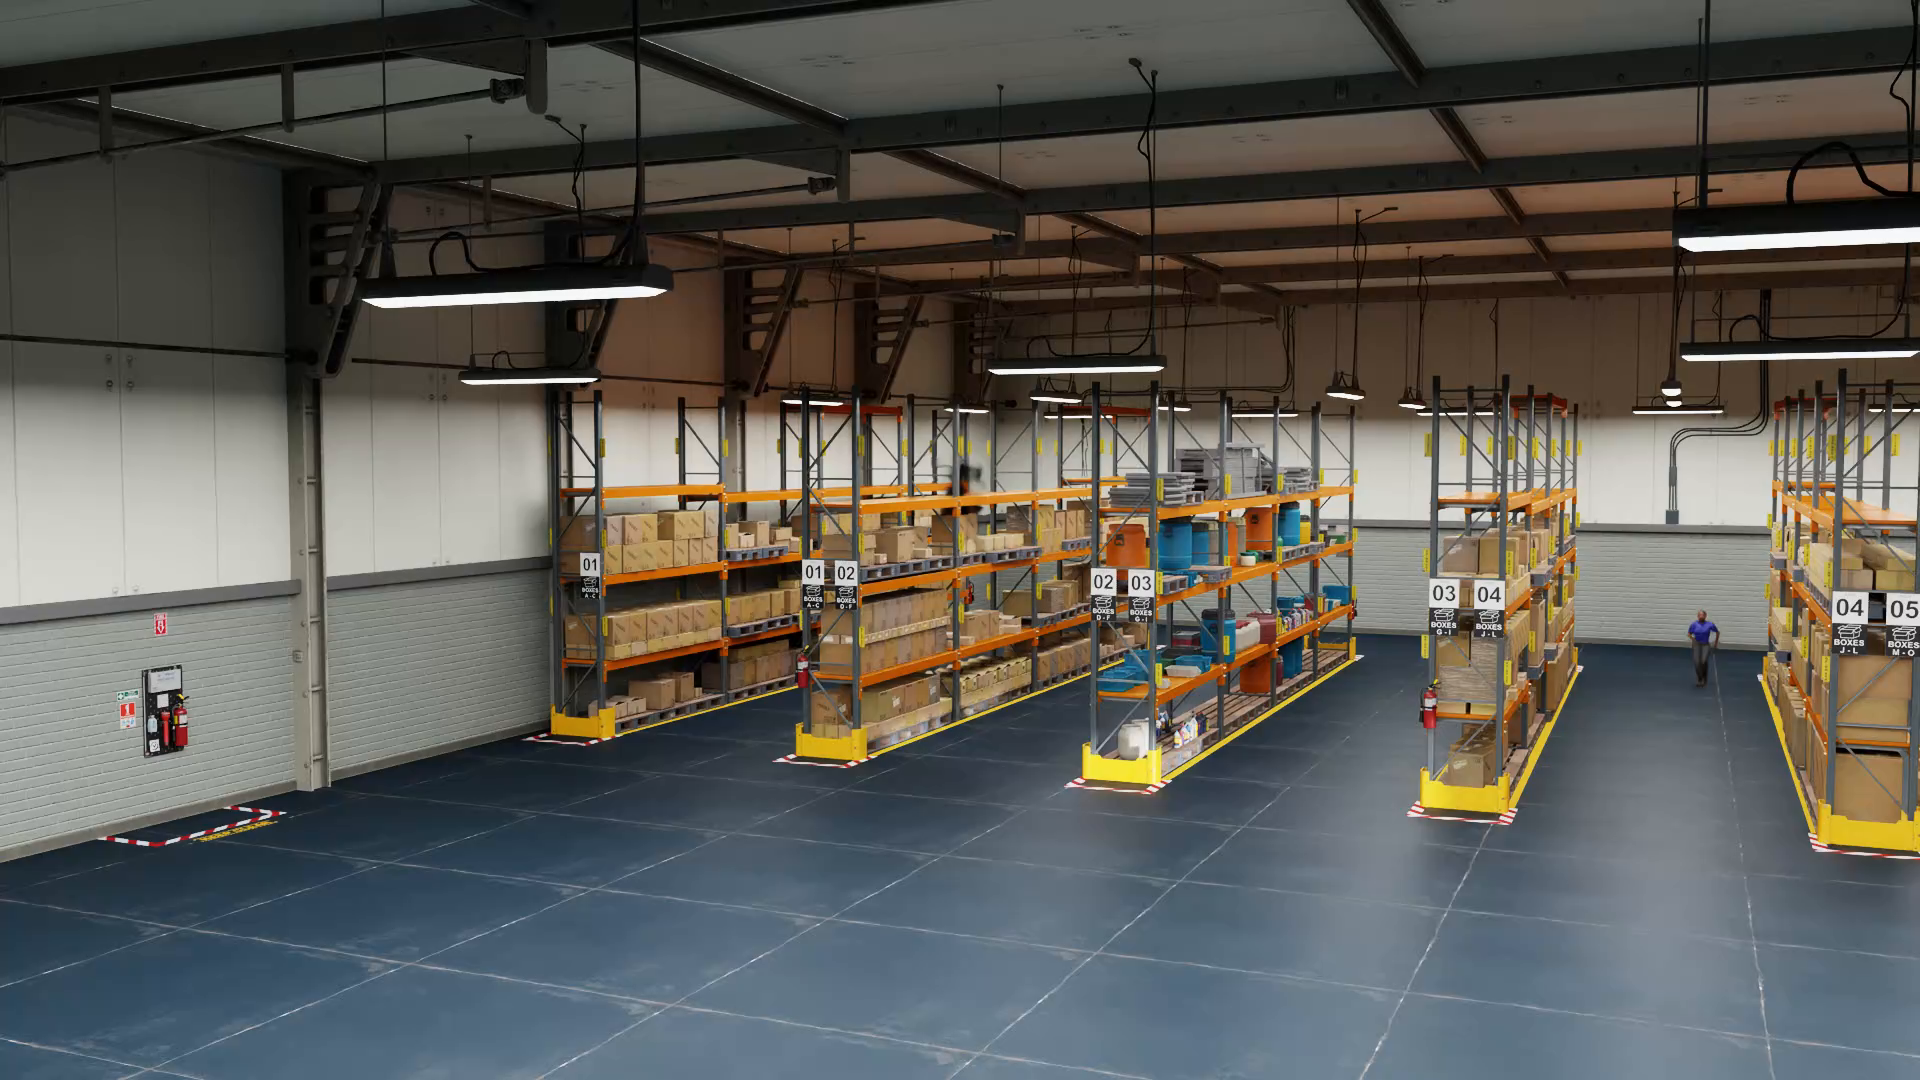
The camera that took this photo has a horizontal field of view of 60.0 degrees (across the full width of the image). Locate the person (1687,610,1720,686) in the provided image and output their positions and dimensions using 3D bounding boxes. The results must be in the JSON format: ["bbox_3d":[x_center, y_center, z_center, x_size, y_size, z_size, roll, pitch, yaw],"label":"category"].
[{"bbox_3d":[15.578,2.314,34.902,0.595,1.508,0.706,2,4,35],"label":"person"}]
